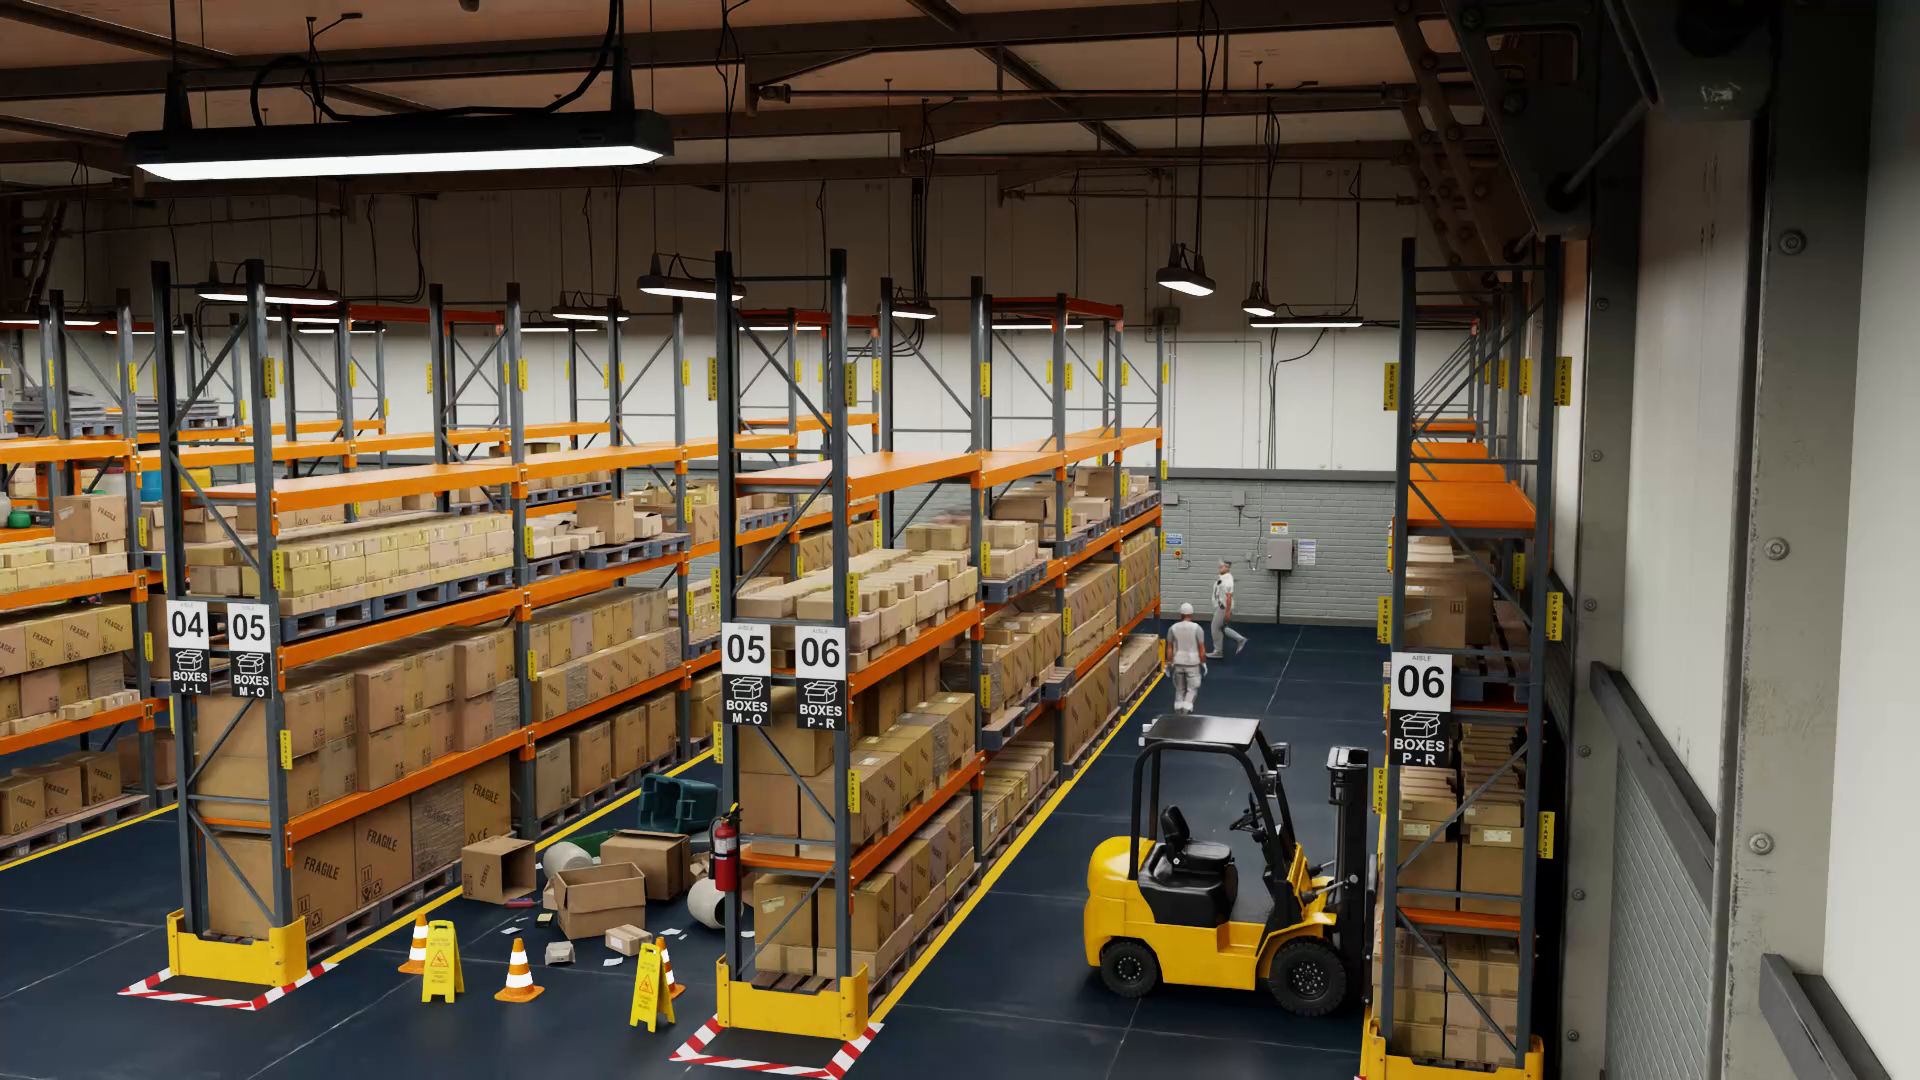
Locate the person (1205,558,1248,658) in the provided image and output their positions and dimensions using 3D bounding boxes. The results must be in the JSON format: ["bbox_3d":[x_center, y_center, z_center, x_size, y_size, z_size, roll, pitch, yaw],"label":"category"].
[{"bbox_3d":[4.684,1.190,29.198,0.730,1.744,0.524,1,6,14],"label":"person"}]

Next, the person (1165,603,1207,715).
[{"bbox_3d":[3.204,1.787,23.602,0.590,1.788,0.538,3,7,24],"label":"person"}]
